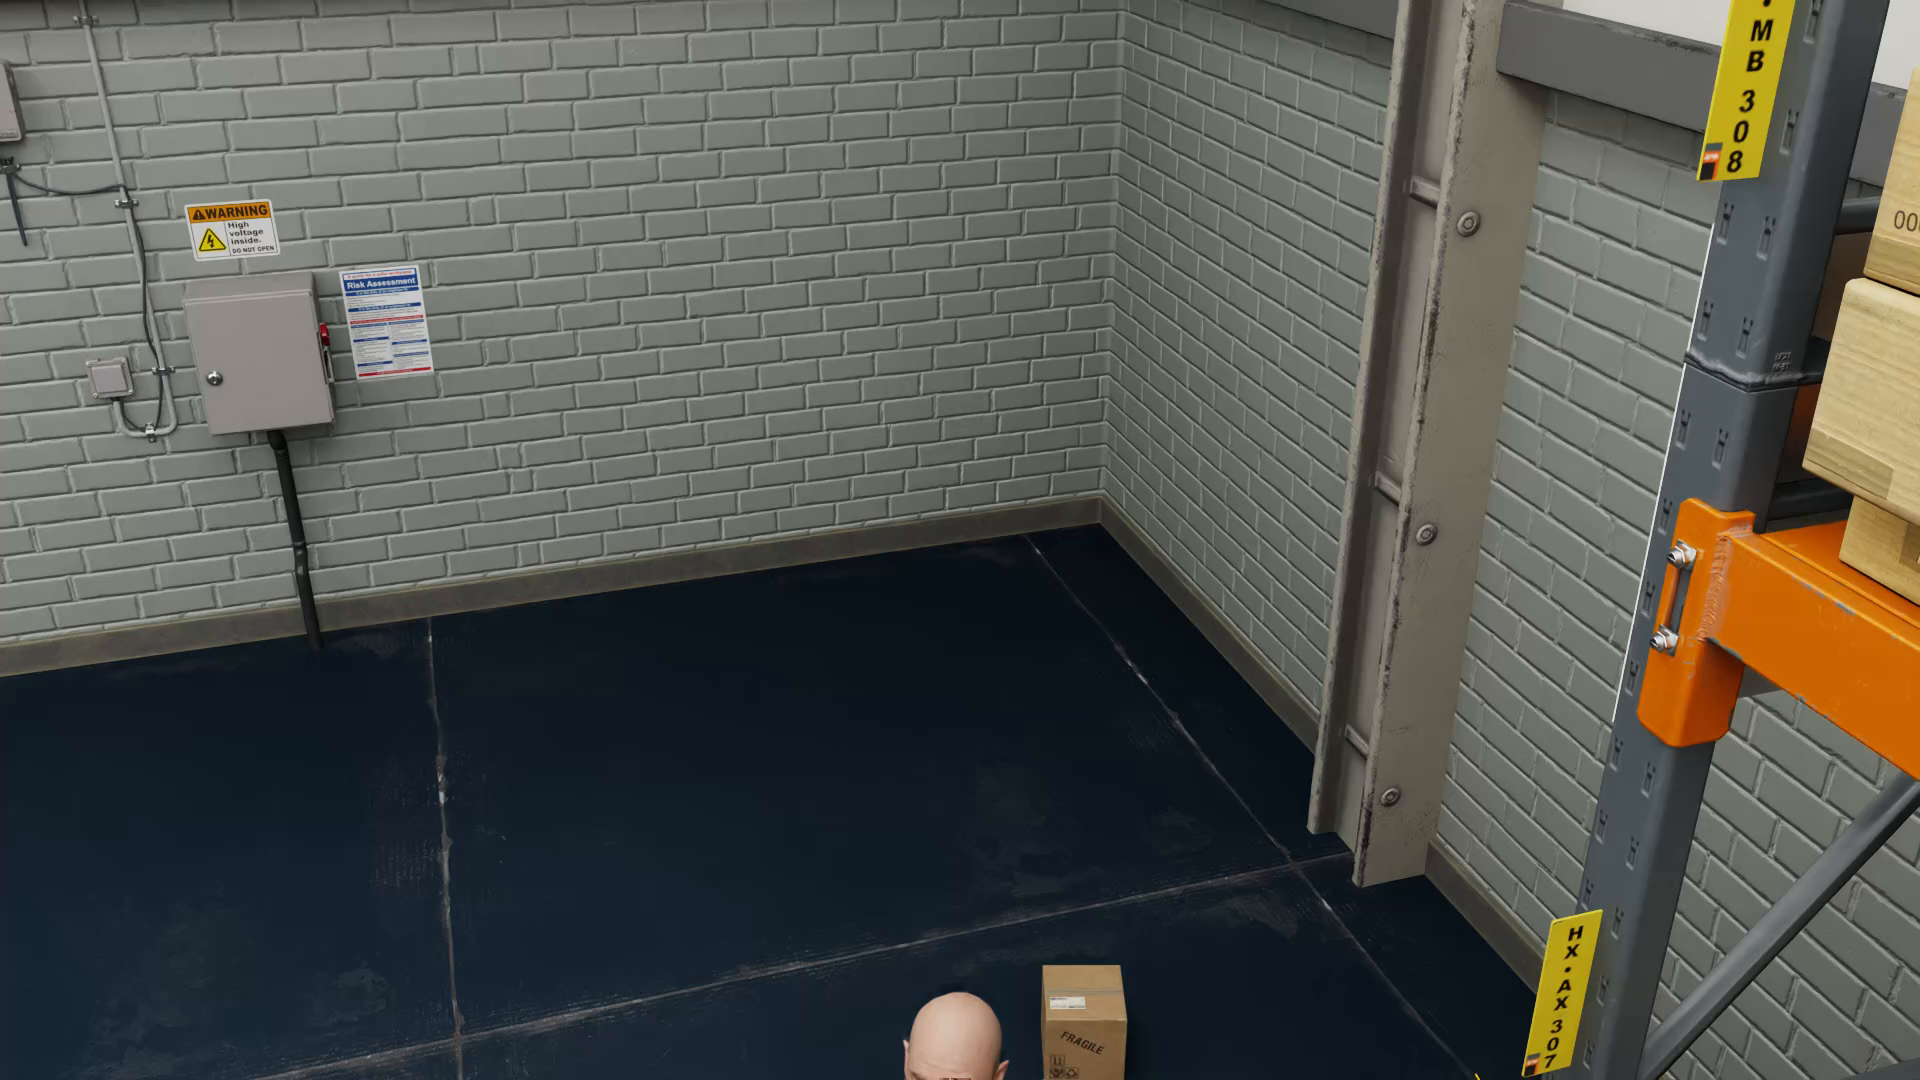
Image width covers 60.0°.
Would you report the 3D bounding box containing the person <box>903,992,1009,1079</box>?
[{"bbox_3d":[-0.042,1.654,3.244,0.634,1.721,1.151,4,26,7],"label":"person"}]
